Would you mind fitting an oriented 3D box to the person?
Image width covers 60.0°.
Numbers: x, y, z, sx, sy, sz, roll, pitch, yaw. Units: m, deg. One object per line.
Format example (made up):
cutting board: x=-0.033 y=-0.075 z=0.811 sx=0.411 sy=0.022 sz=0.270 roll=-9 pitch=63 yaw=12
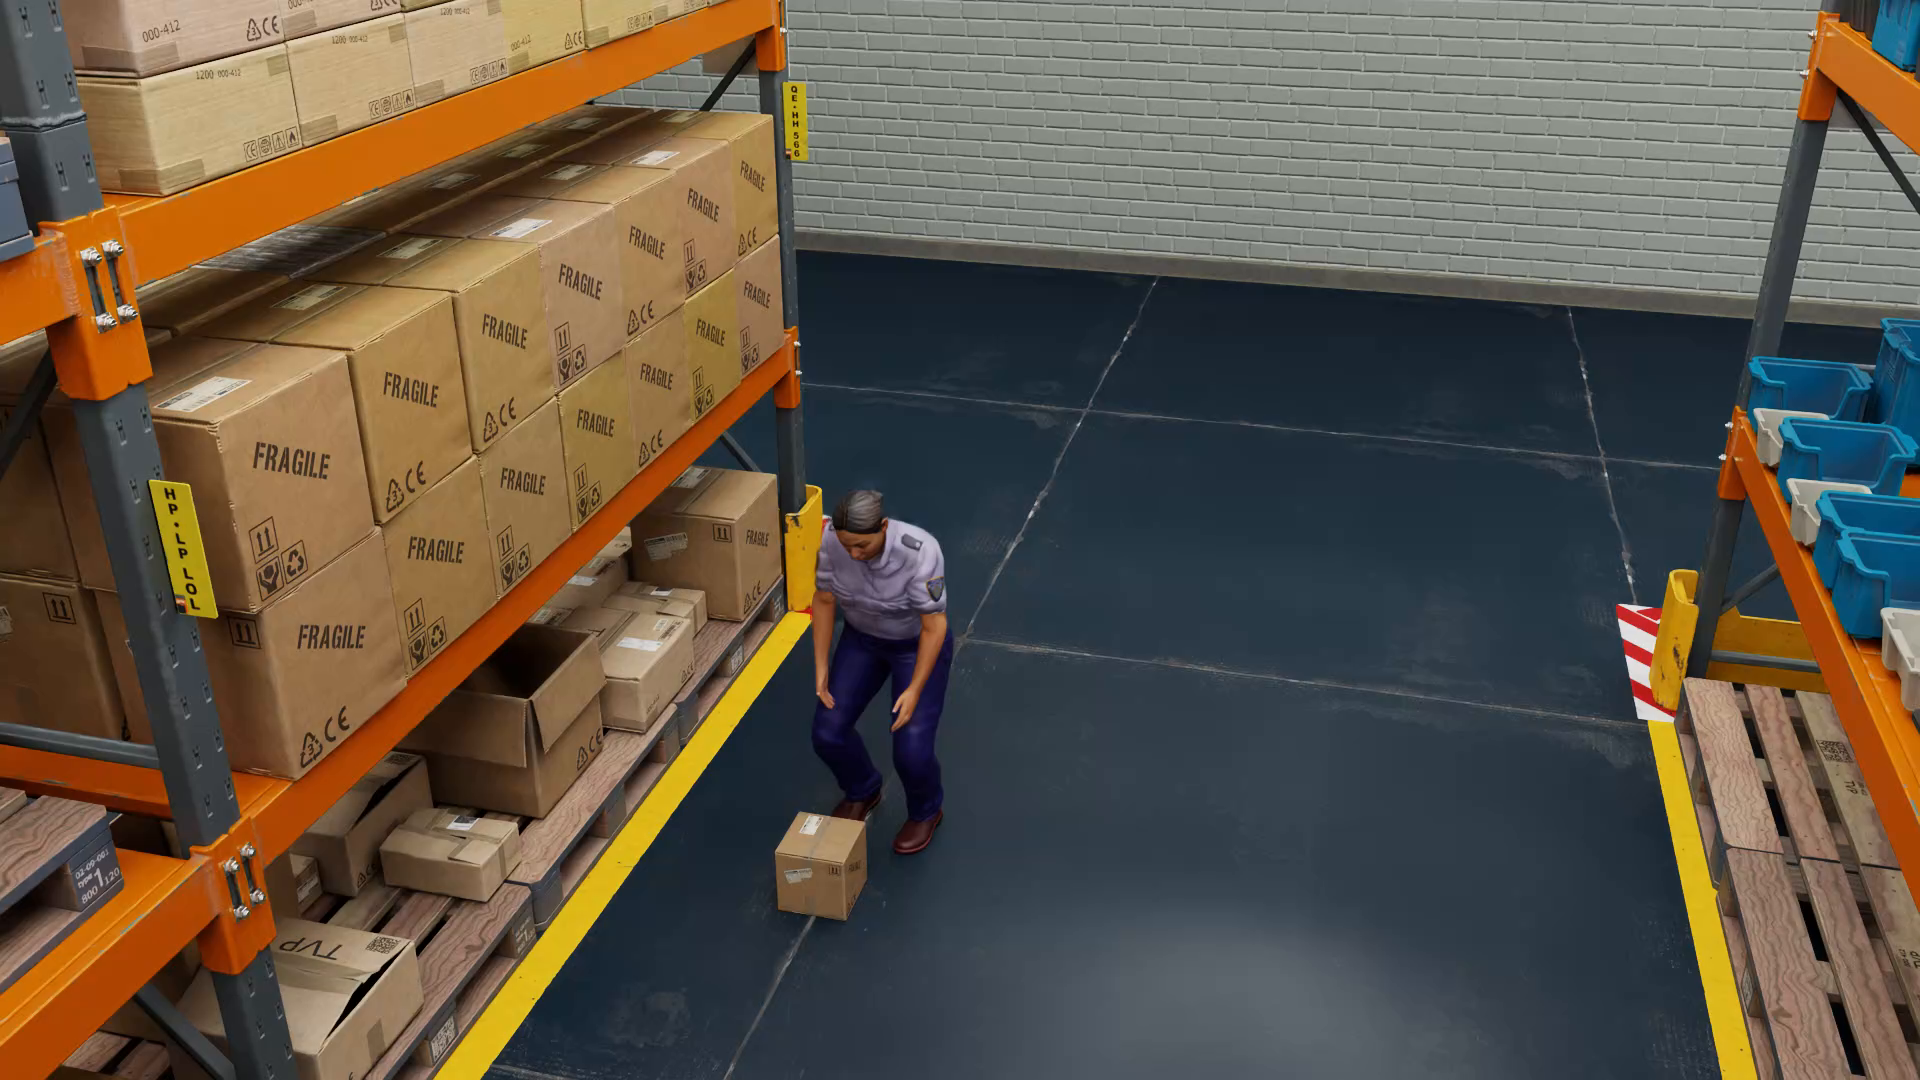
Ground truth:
person: x=-0.252 y=0.432 z=5.945 sx=0.528 sy=1.469 sz=0.573 roll=13 pitch=28 yaw=25
